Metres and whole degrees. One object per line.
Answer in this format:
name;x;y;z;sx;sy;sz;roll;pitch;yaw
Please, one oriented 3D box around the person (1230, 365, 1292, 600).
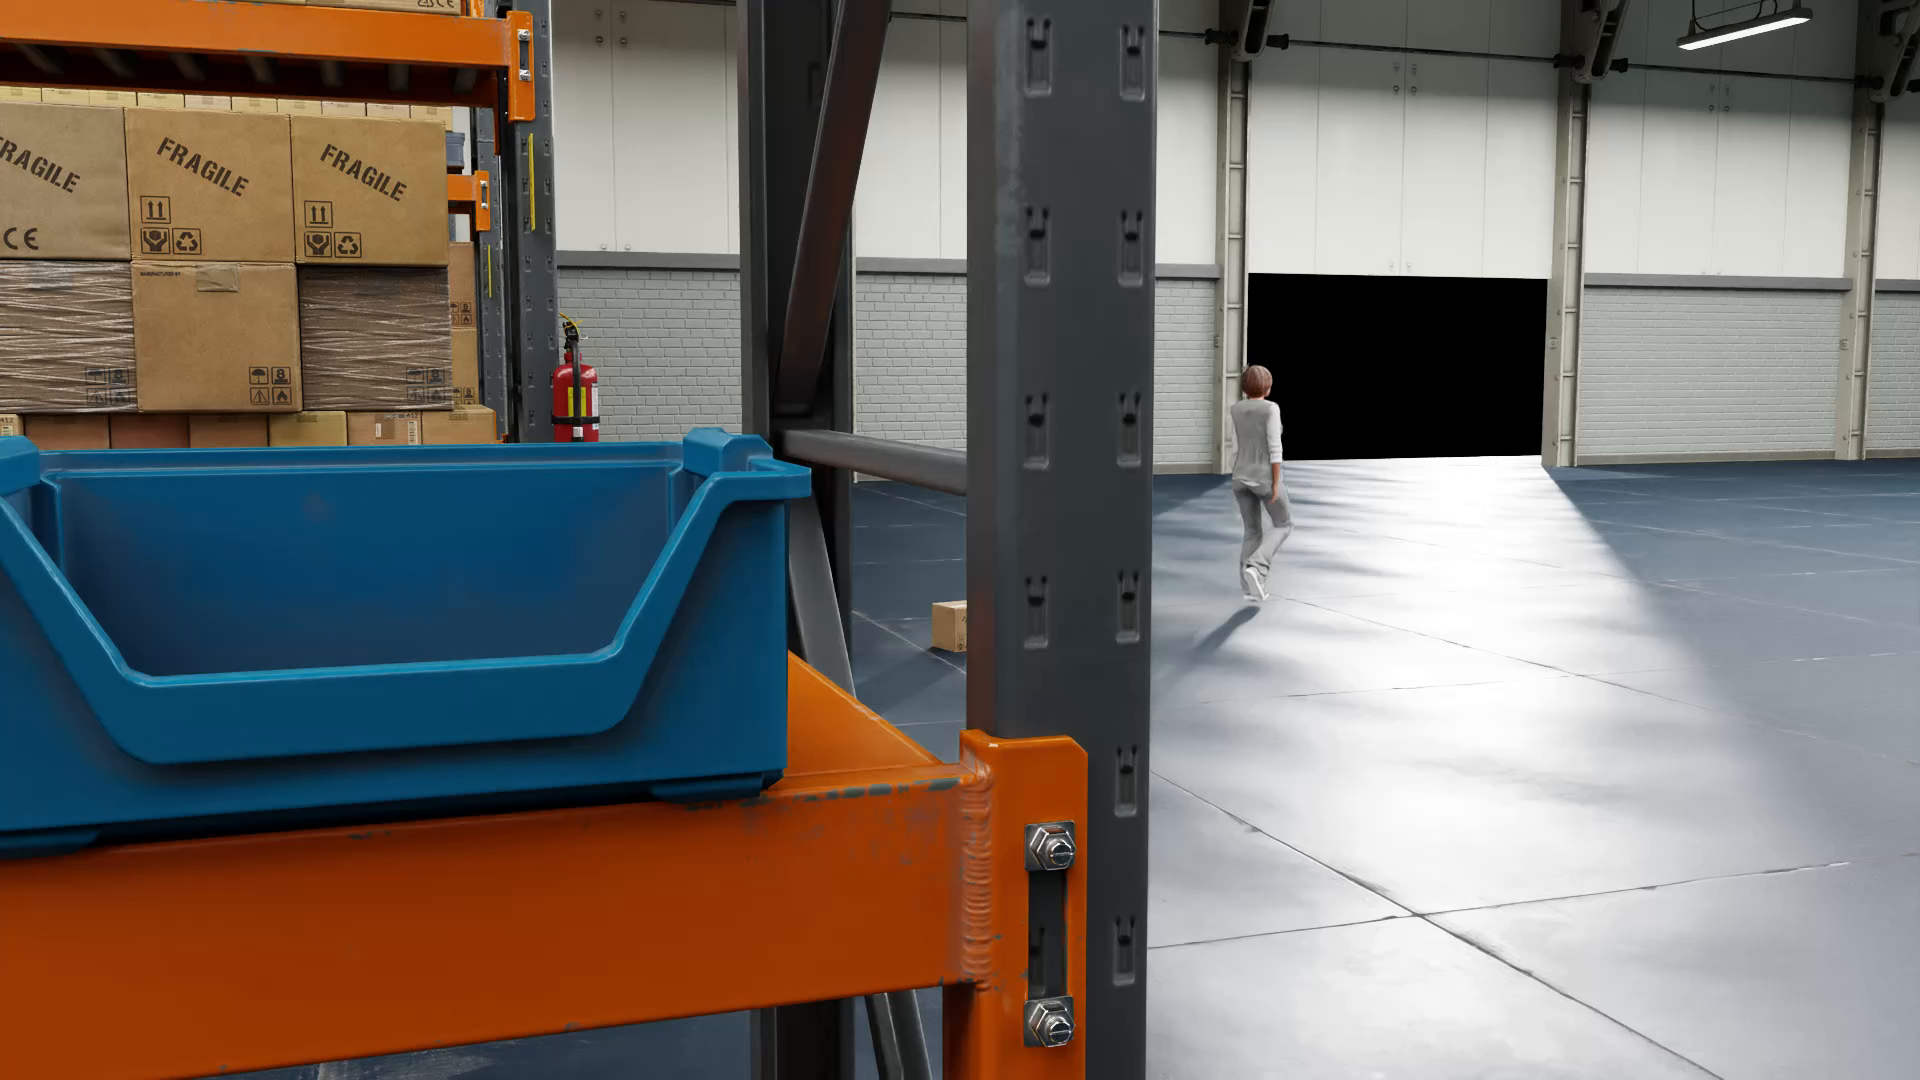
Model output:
person;1.996;-0.379;11.183;0.412;1.590;0.441;5;8;42
